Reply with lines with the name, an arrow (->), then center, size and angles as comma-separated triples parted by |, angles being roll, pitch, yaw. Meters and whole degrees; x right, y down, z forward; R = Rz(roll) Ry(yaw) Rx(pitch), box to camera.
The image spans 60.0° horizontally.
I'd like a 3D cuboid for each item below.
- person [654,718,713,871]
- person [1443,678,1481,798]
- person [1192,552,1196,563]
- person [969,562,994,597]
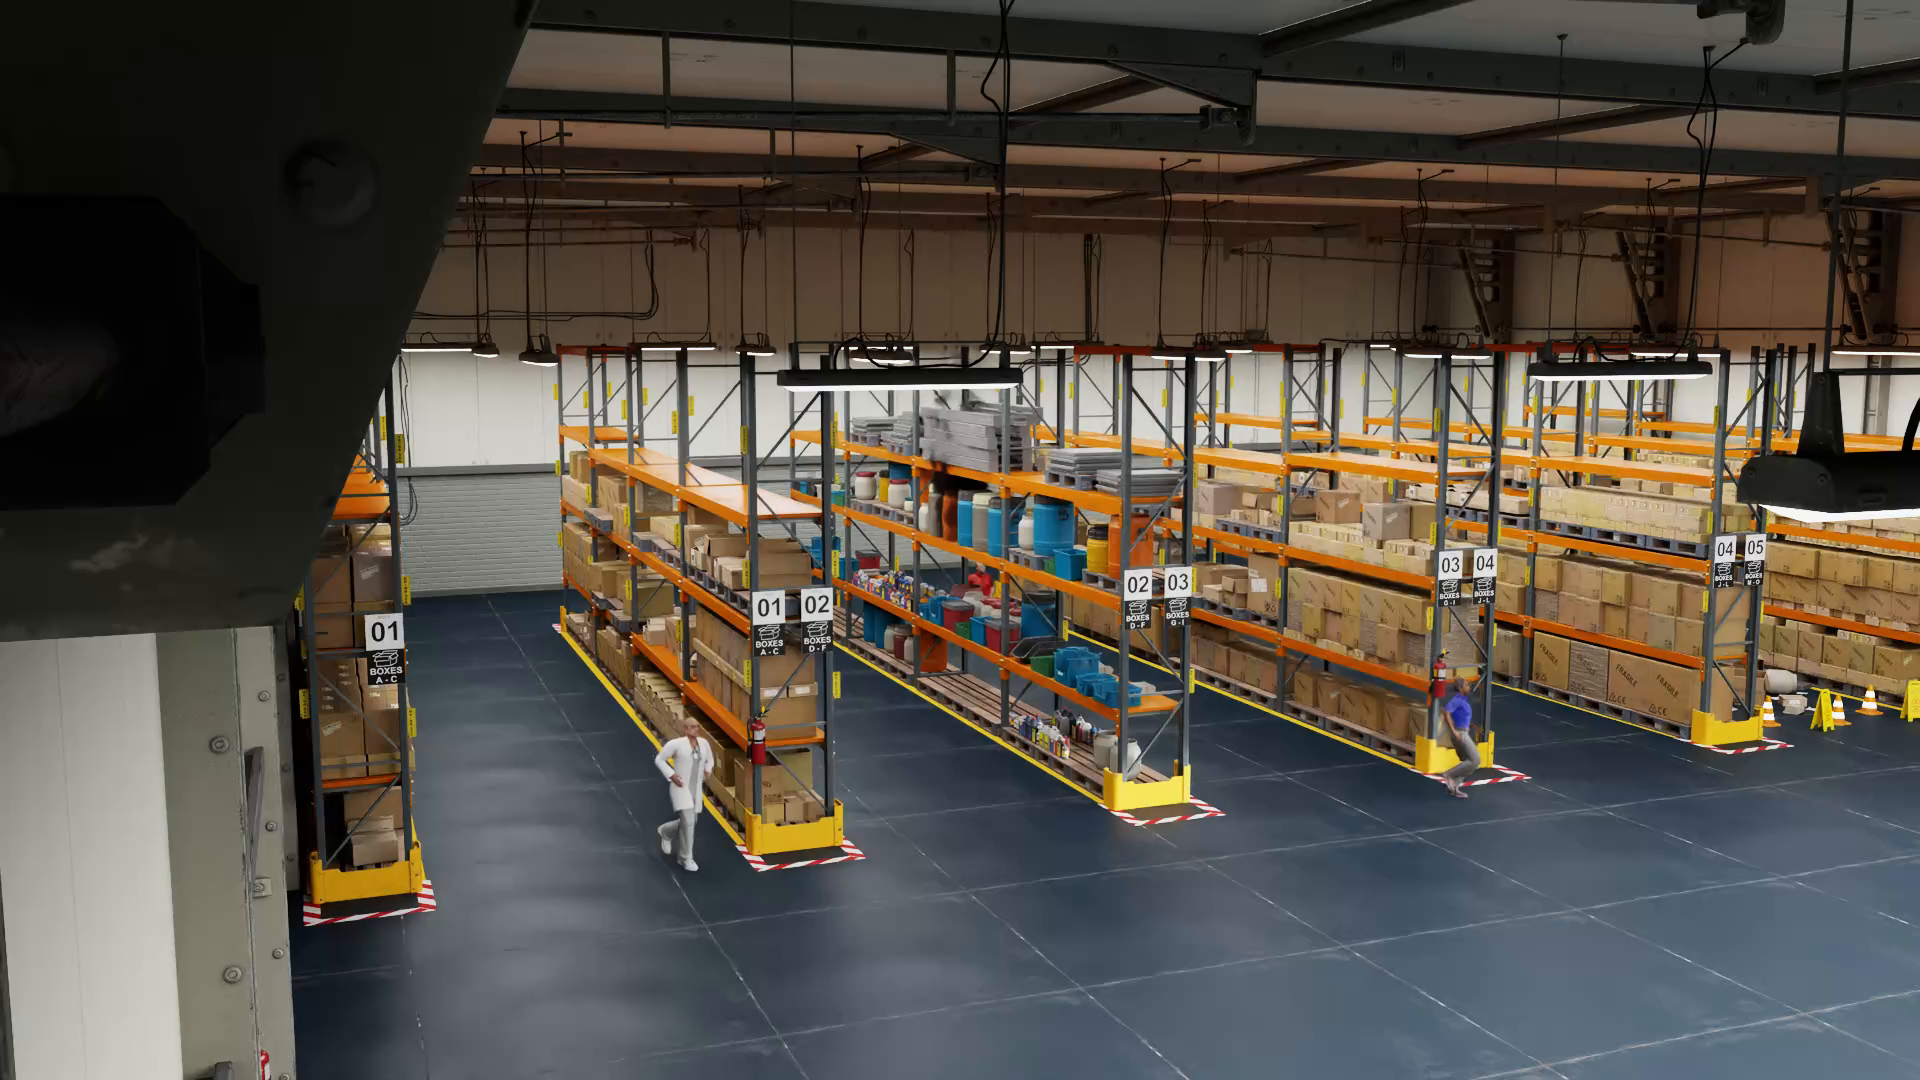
person -> -3.265, 2.980, 19.830 | 0.752, 1.758, 0.868 | -6, 10, -41
person -> 6.847, 2.683, 22.621 | 0.505, 1.596, 0.620 | 3, 8, 19
person -> 4.861, 1.067, 34.981 | 0.561, 1.661, 0.562 | -4, 8, -29
person -> 0.432, 1.273, 33.302 | 0.657, 1.686, 0.590 | -4, 8, -30
